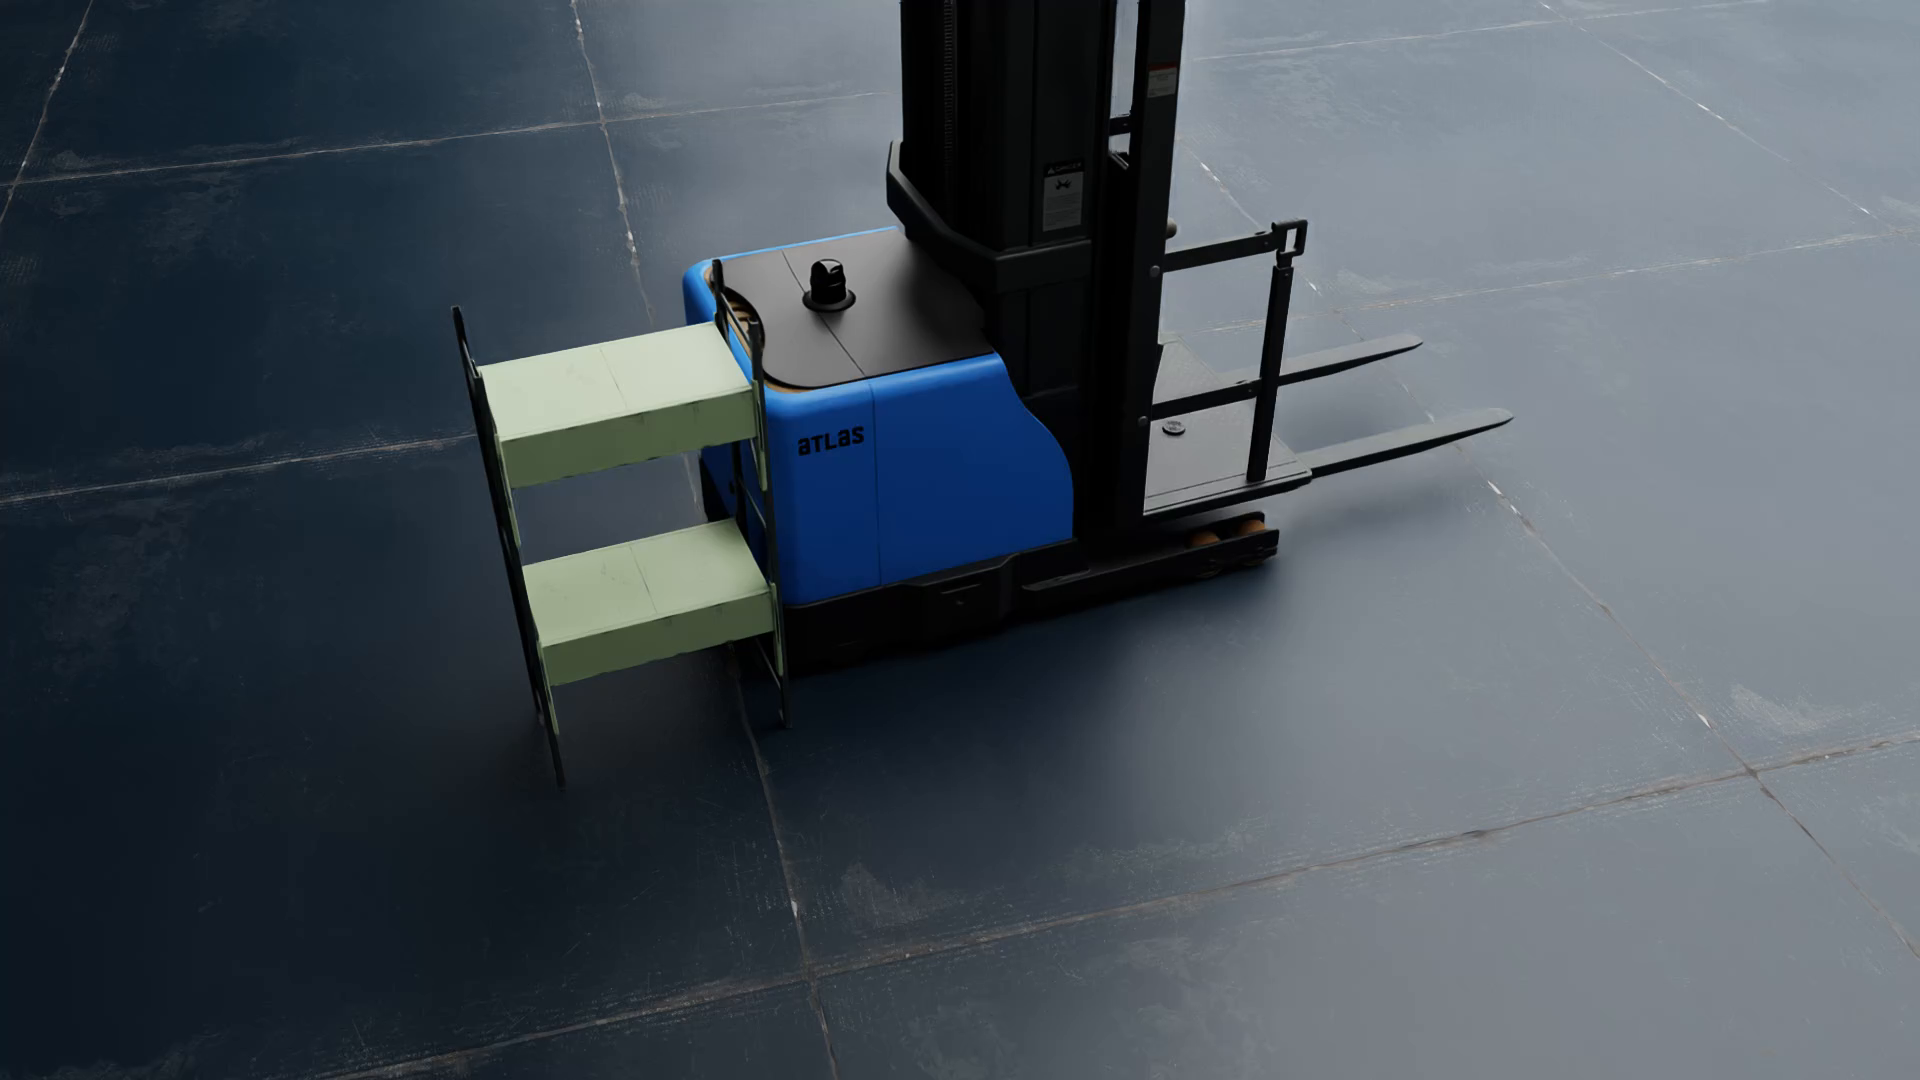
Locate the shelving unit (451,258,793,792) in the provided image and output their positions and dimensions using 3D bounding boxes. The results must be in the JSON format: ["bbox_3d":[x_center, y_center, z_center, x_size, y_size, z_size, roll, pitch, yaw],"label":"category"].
[{"bbox_3d":[-0.965,-0.014,4.958,0.755,1.500,0.431,-14,40,-17],"label":"shelving unit"}]

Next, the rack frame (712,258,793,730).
[{"bbox_3d":[-0.626,-0.098,5.067,0.023,1.500,0.400,-14,40,-17],"label":"rack frame"}]

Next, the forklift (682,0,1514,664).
[{"bbox_3d":[0.614,-1.312,5.477,3.031,2.935,1.130,-14,39,-17],"label":"forklift"}]

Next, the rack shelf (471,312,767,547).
[{"bbox_3d":[-0.965,-0.324,4.721,0.720,0.370,0.431,-14,40,-17],"label":"rack shelf"}]

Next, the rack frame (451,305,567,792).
[{"bbox_3d":[-1.304,0.070,4.849,0.023,1.500,0.400,-14,40,-17],"label":"rack frame"}]

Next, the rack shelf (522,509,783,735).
[{"bbox_3d":[-0.965,0.245,5.156,0.720,0.370,0.431,-14,40,-17],"label":"rack shelf"}]
